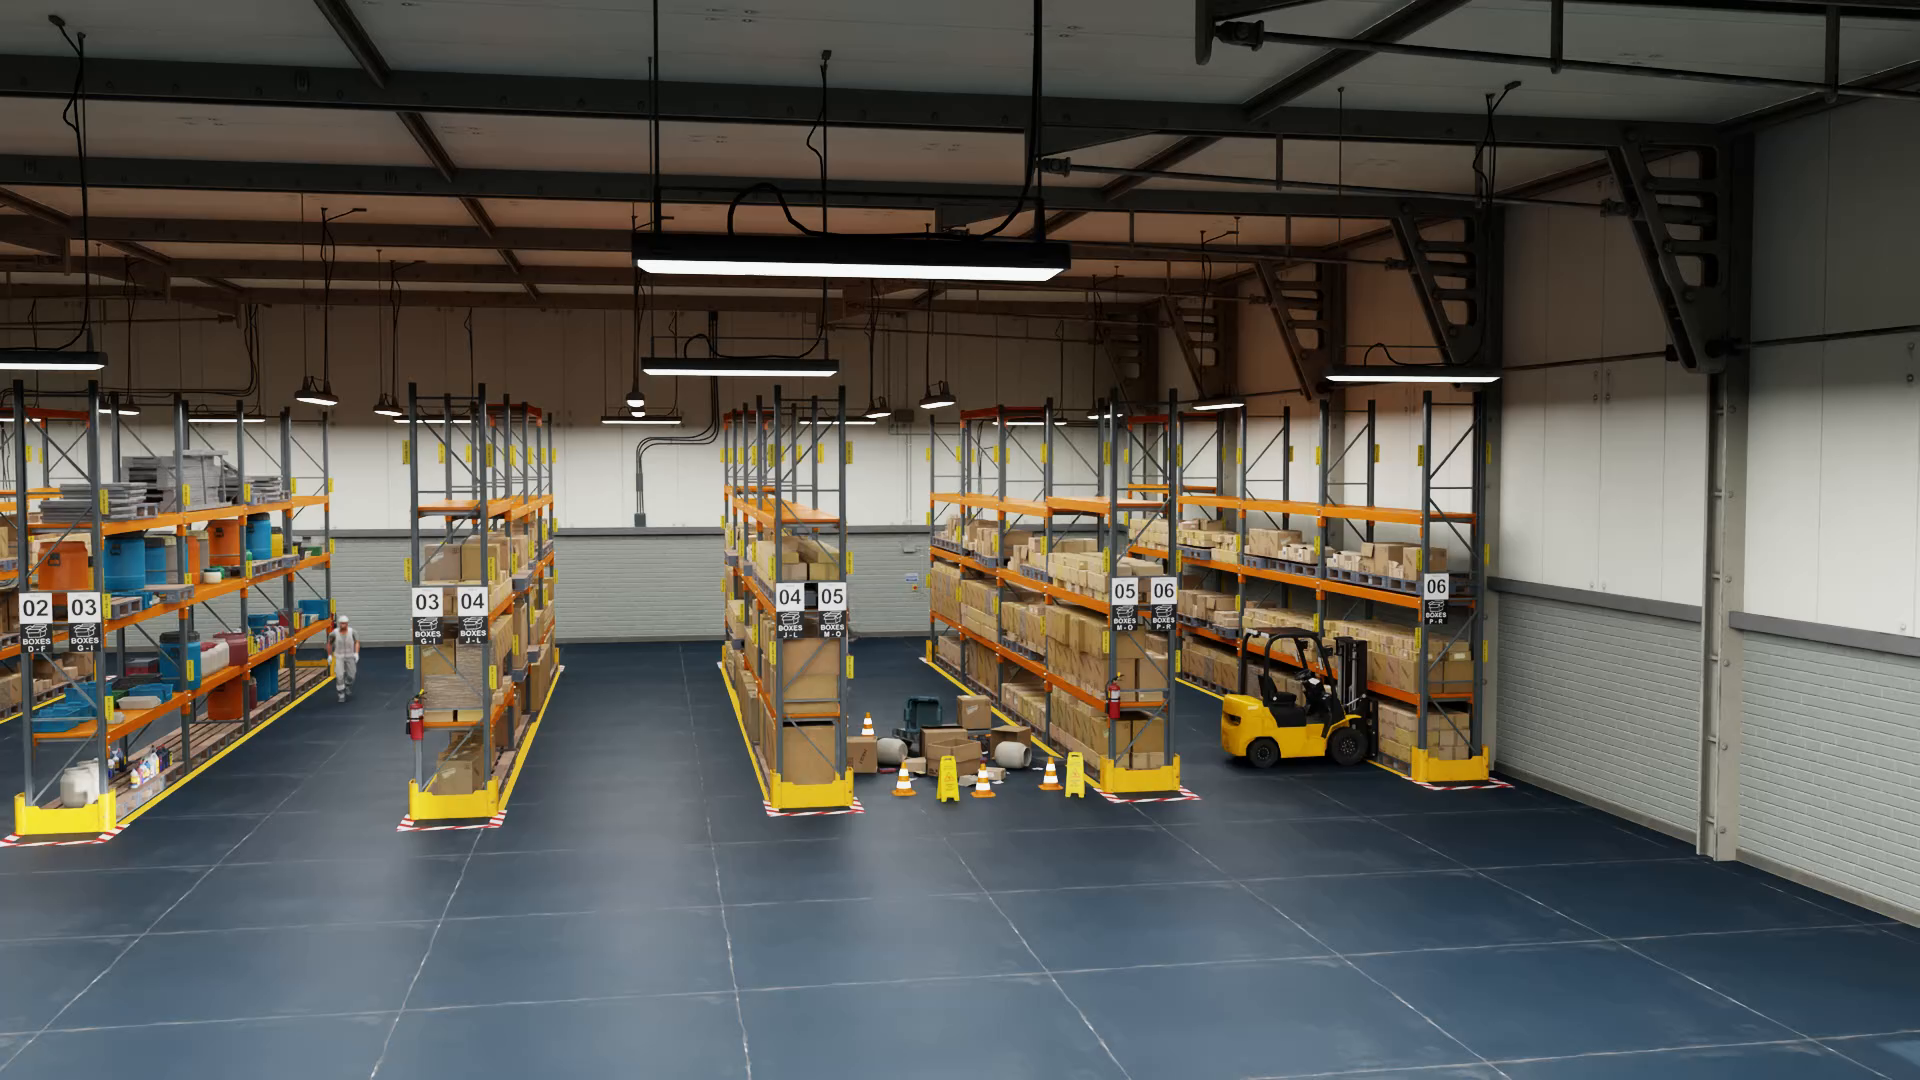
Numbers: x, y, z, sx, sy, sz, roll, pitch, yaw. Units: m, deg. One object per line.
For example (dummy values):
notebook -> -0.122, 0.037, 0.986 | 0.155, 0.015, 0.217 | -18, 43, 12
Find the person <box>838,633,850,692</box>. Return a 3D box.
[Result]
person -> -2.587, 2.352, 34.738 | 0.580, 1.763, 0.478 | 0, 3, -2

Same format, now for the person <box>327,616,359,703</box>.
person -> -12.618, 2.407, 33.980 | 0.620, 1.762, 0.717 | -2, 3, -29

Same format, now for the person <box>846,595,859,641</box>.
person -> -3.097, 1.965, 44.021 | 0.984, 1.620, 0.478 | -2, 3, -33

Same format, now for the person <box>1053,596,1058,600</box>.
person -> 2.428, 2.058, 42.118 | 0.430, 1.585, 0.438 | 0, 3, -5
